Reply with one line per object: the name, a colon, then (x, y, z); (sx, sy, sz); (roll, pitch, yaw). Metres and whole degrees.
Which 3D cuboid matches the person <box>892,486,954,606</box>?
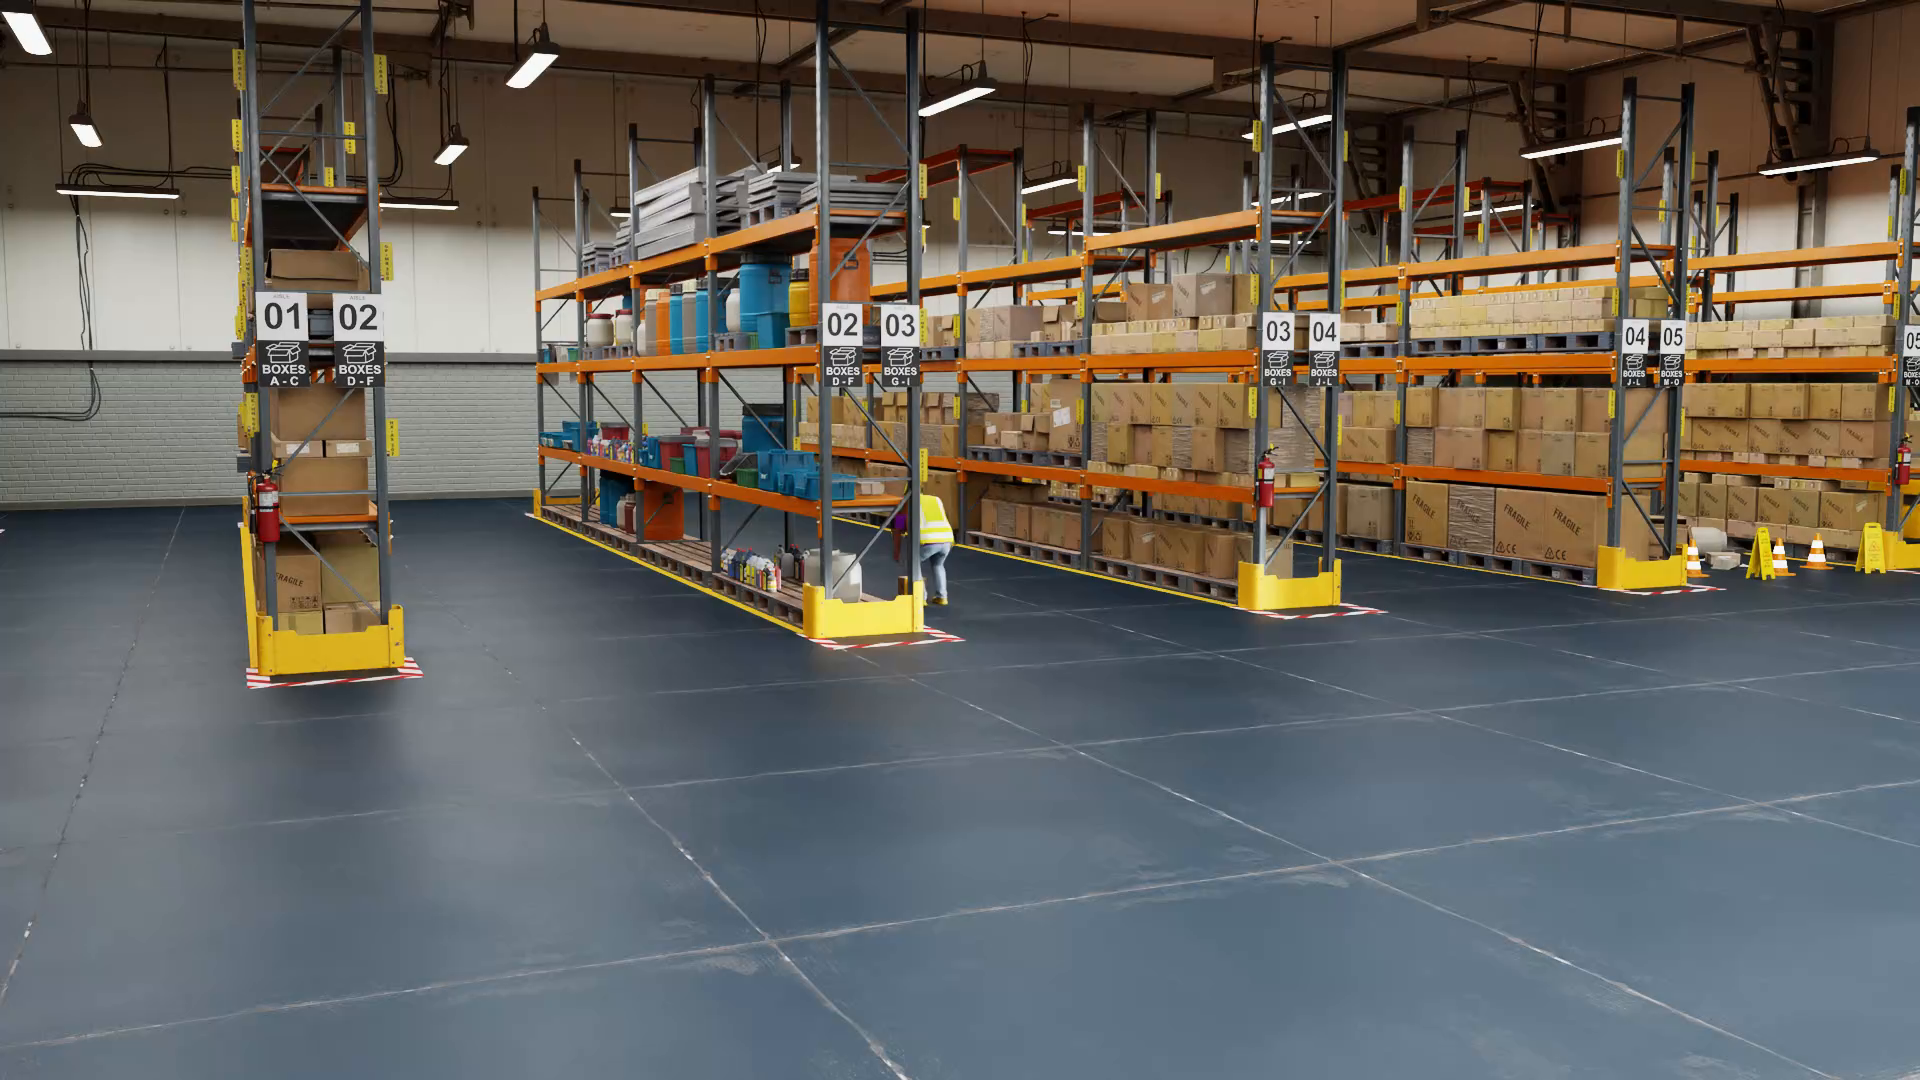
person: (-0.413, 0.040, 18.486); (0.631, 1.343, 0.792); (-2, 6, -24)
